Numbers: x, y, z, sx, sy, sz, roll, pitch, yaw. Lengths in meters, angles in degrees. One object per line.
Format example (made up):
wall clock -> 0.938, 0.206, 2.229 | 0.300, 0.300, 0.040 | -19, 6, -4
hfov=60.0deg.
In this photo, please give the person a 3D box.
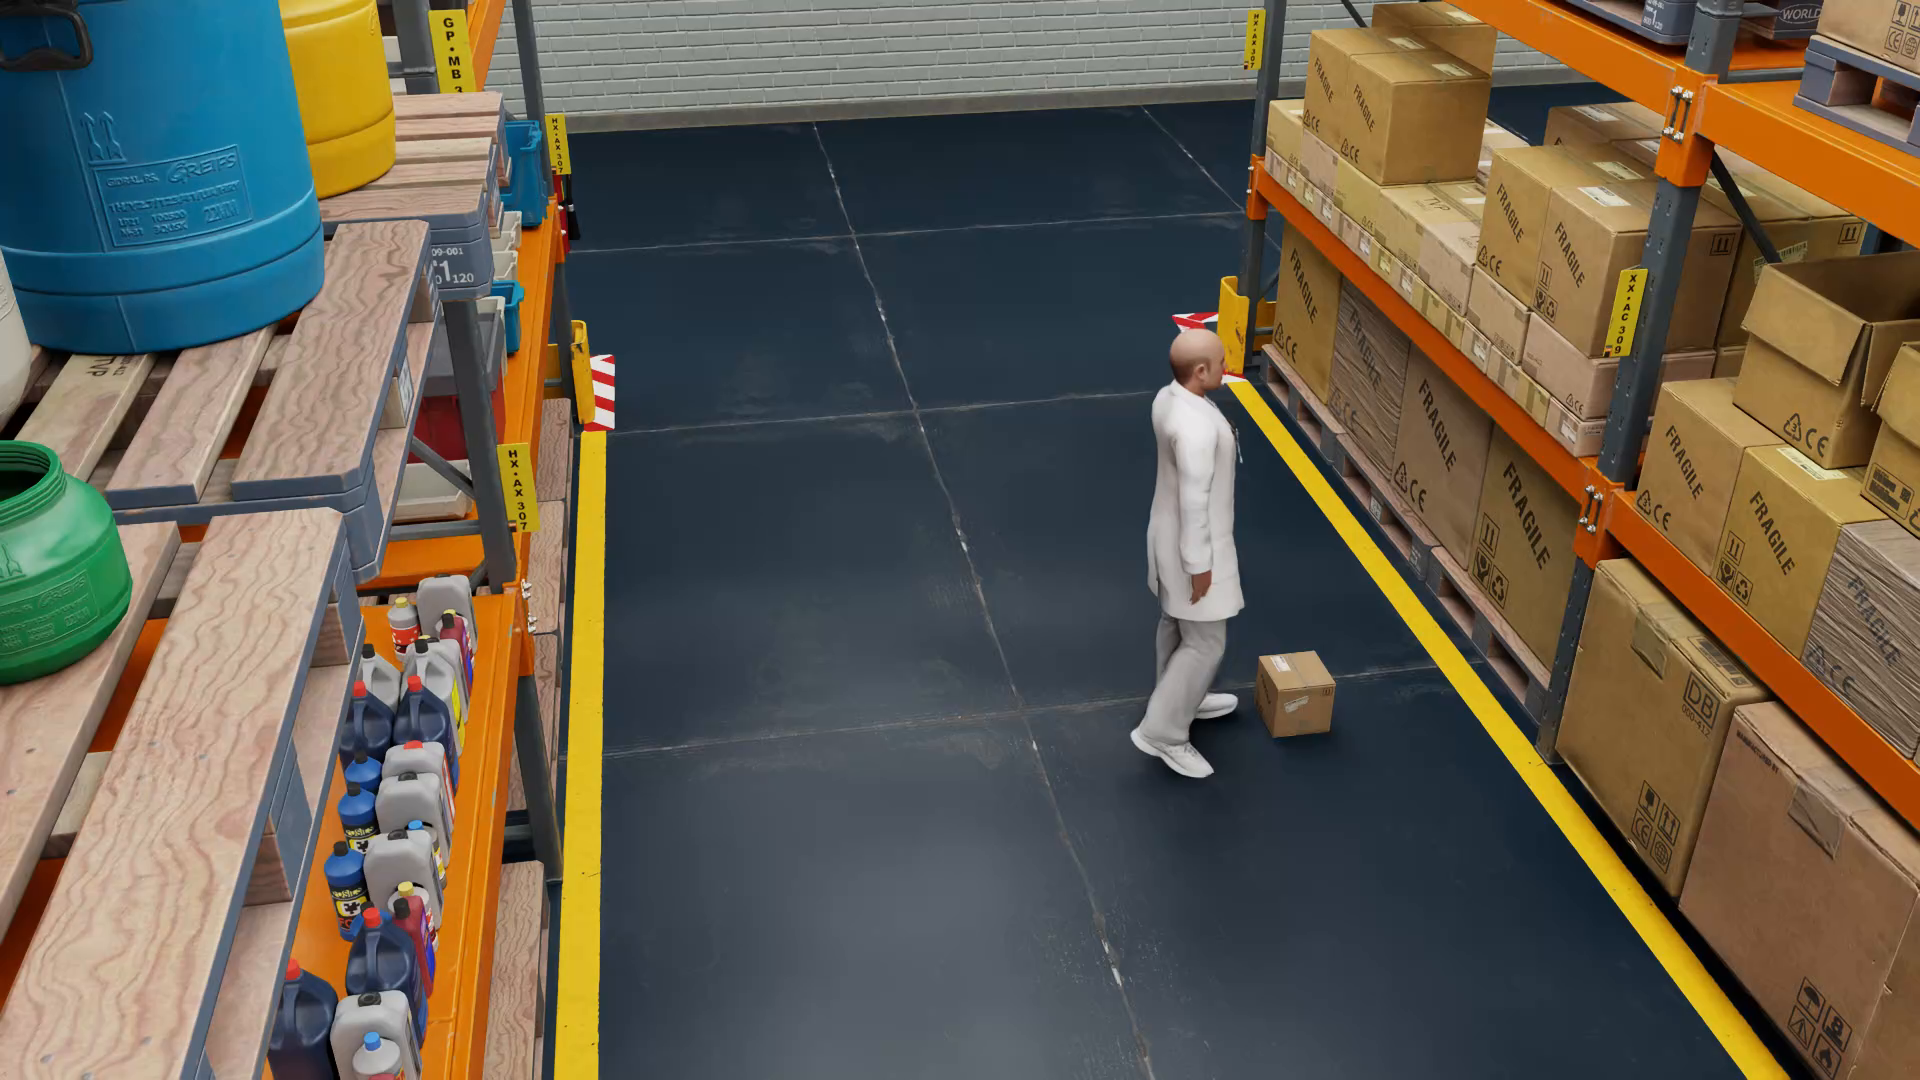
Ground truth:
person -> 0.950, 0.045, 6.583 | 0.514, 1.829, 0.627 | -6, 31, -9
